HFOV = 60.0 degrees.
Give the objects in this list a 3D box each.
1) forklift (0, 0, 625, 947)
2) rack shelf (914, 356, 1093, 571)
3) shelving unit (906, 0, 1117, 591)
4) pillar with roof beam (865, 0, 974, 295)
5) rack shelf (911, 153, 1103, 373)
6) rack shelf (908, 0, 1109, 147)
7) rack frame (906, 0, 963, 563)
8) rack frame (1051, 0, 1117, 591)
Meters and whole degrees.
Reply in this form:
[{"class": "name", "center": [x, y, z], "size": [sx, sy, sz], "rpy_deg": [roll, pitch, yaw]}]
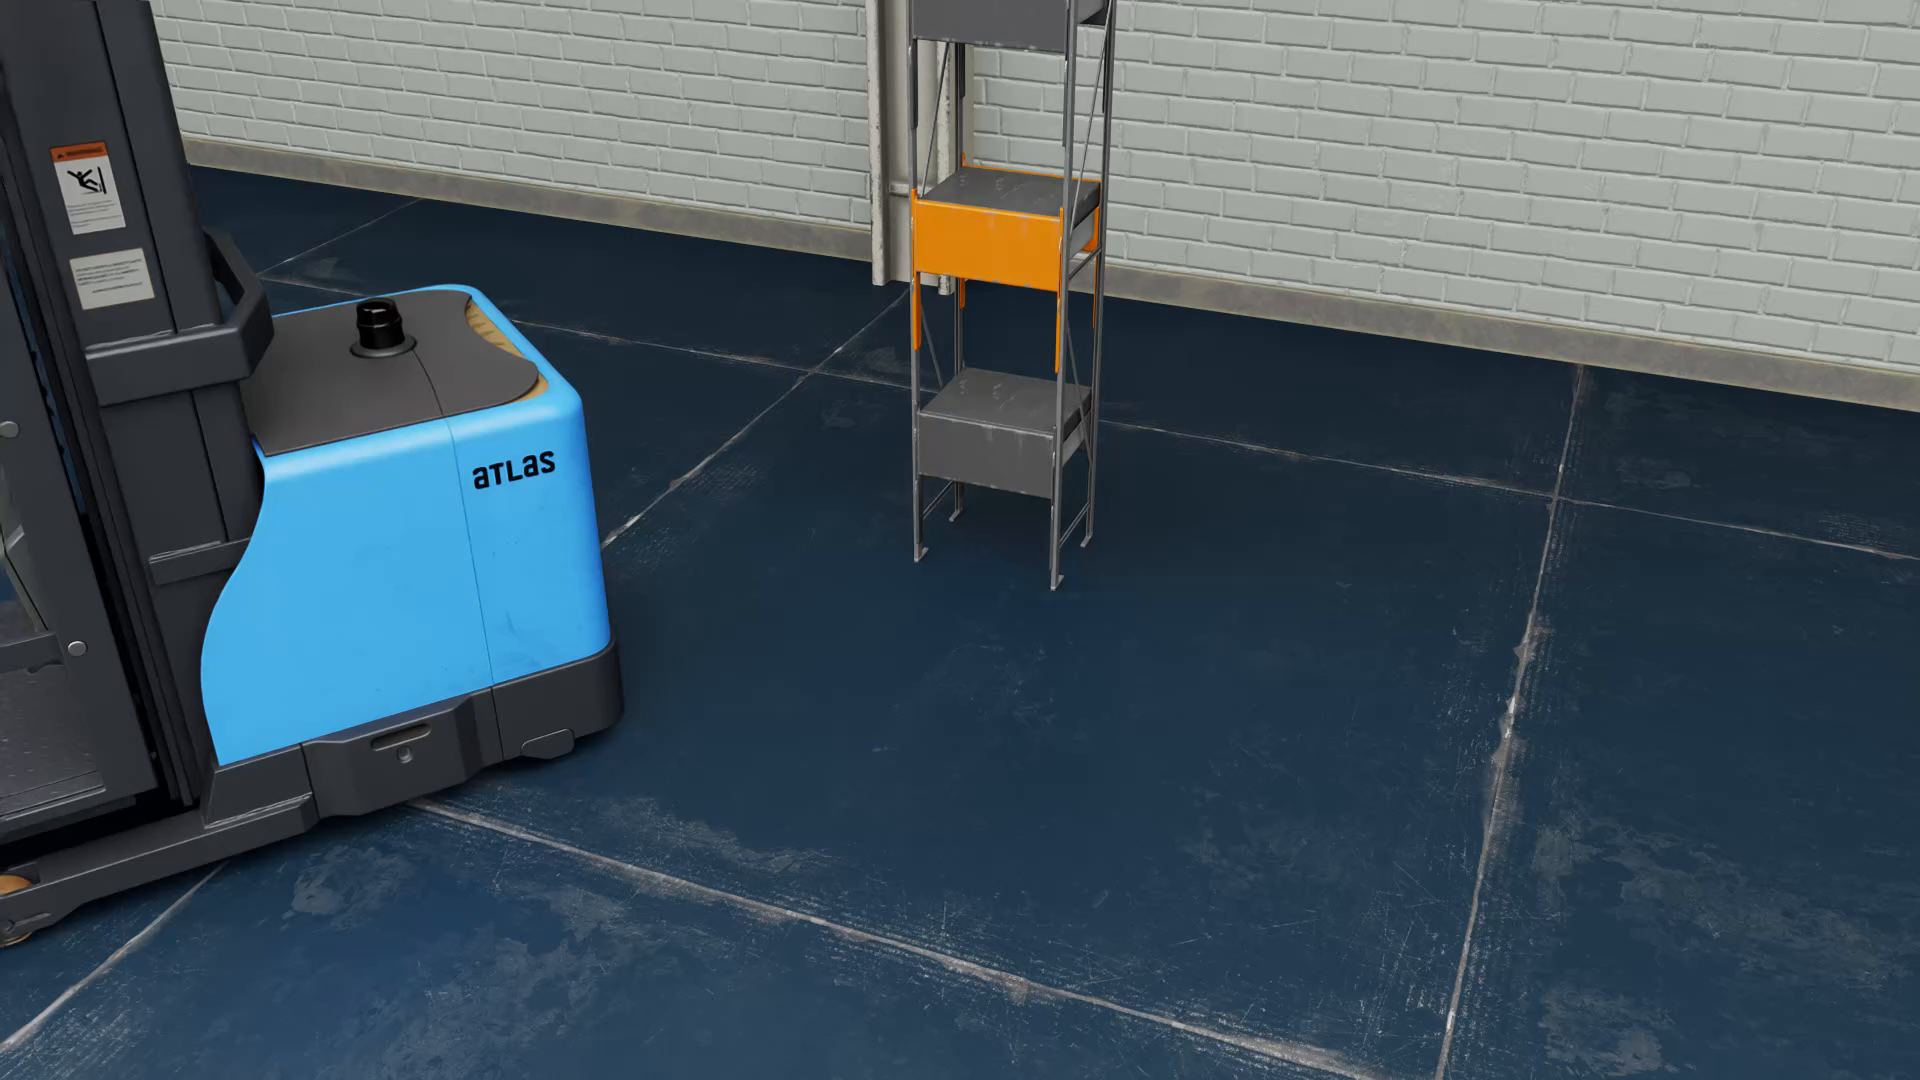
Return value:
[{"class": "forklift", "center": [-2.487, -0.545, 3.735], "size": [3.031, 2.935, 1.130], "rpy_deg": [-16, 33, -27]}, {"class": "rack shelf", "center": [0.153, -0.262, 5.530], "size": [0.480, 0.518, 0.431], "rpy_deg": [11, 31, 19]}, {"class": "shelving unit", "center": [0.153, -0.883, 5.179], "size": [0.503, 2.100, 0.431], "rpy_deg": [11, 31, 19]}, {"class": "pillar with roof beam", "center": [-1.795, -3.204, 2.274], "size": [0.400, 9.000, 9.100], "rpy_deg": [11, 31, 19]}, {"class": "rack shelf", "center": [0.153, -0.872, 5.186], "size": [0.480, 0.518, 0.431], "rpy_deg": [11, 31, 19]}, {"class": "rack shelf", "center": [0.153, -1.481, 4.841], "size": [0.480, 0.518, 0.431], "rpy_deg": [11, 31, 19]}, {"class": "rack frame", "center": [-0.073, -0.929, 5.259], "size": [0.015, 2.100, 0.400], "rpy_deg": [11, 31, 19]}, {"class": "rack frame", "center": [0.379, -0.838, 5.099], "size": [0.015, 2.100, 0.400], "rpy_deg": [11, 31, 19]}]
